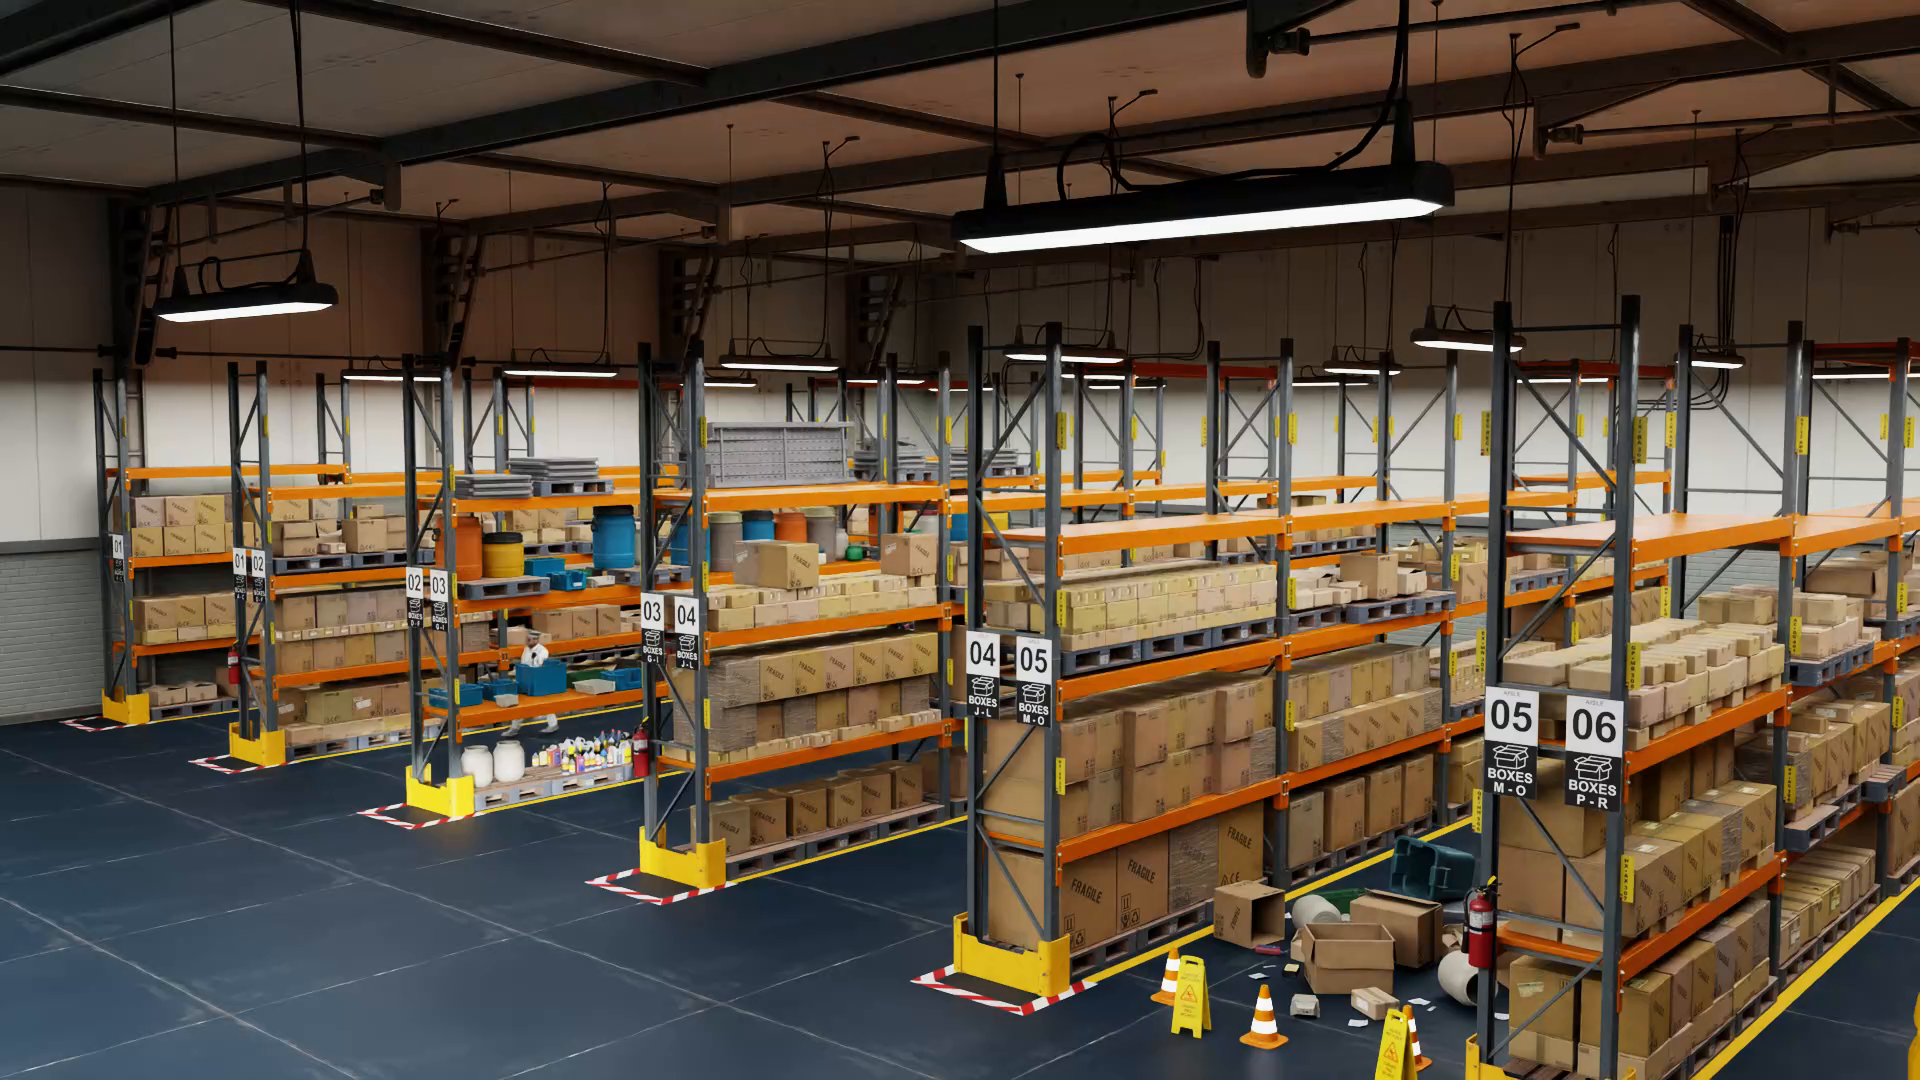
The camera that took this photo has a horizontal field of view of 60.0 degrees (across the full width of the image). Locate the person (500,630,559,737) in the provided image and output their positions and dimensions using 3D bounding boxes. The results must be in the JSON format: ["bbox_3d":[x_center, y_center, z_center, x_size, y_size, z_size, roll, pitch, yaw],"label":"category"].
[{"bbox_3d":[-6.938,2.306,26.908,0.547,1.710,0.976,2,5,28],"label":"person"}]
